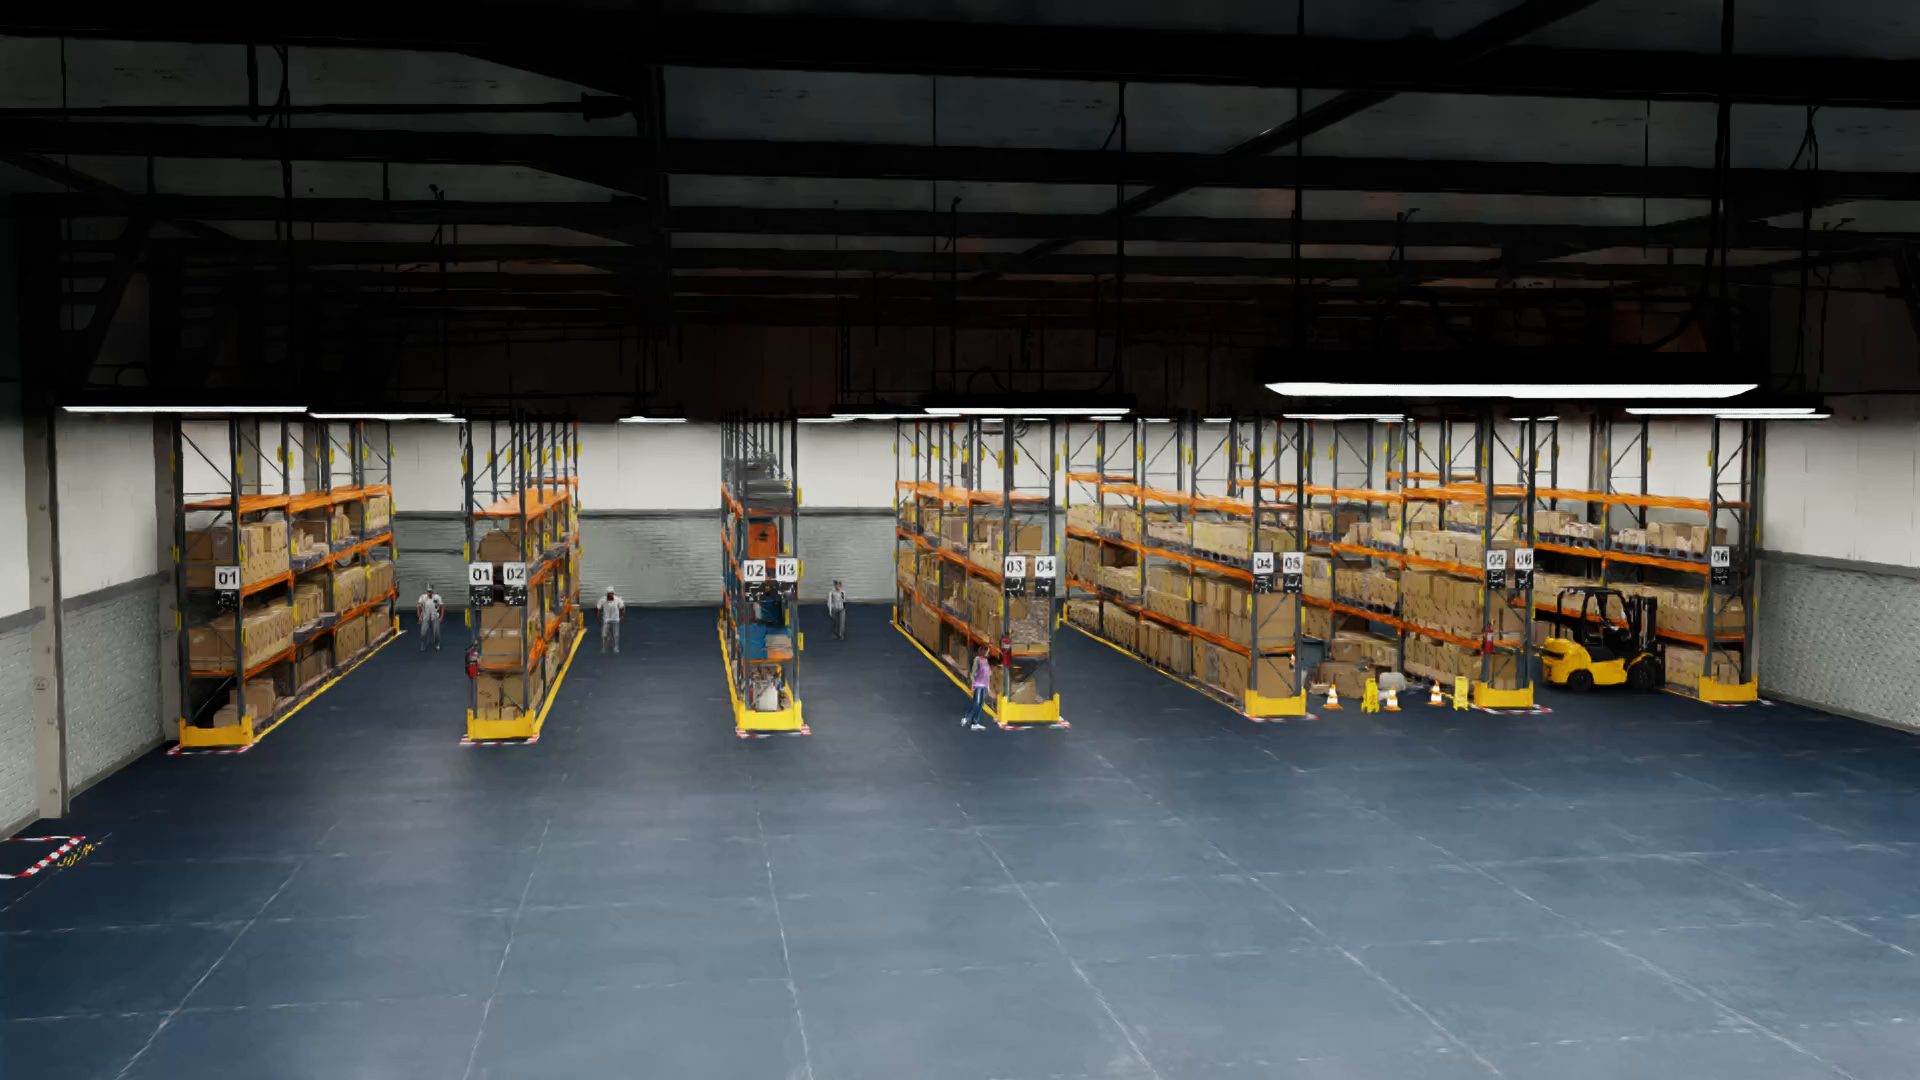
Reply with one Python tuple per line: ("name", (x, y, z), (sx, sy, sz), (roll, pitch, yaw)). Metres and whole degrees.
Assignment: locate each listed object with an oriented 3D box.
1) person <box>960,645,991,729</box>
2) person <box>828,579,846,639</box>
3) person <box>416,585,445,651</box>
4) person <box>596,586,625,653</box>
("person", (0.287, 2.759, 31.219), (0.463, 1.584, 0.583), (3, 5, 40))
("person", (-3.270, 1.824, 44.243), (0.495, 1.589, 1.086), (-1, 4, -8))
("person", (-13.329, 1.958, 41.864), (0.682, 1.704, 0.542), (-1, 4, -12))
("person", (-8.708, 1.987, 41.424), (0.719, 1.713, 0.578), (-1, 4, -11))
